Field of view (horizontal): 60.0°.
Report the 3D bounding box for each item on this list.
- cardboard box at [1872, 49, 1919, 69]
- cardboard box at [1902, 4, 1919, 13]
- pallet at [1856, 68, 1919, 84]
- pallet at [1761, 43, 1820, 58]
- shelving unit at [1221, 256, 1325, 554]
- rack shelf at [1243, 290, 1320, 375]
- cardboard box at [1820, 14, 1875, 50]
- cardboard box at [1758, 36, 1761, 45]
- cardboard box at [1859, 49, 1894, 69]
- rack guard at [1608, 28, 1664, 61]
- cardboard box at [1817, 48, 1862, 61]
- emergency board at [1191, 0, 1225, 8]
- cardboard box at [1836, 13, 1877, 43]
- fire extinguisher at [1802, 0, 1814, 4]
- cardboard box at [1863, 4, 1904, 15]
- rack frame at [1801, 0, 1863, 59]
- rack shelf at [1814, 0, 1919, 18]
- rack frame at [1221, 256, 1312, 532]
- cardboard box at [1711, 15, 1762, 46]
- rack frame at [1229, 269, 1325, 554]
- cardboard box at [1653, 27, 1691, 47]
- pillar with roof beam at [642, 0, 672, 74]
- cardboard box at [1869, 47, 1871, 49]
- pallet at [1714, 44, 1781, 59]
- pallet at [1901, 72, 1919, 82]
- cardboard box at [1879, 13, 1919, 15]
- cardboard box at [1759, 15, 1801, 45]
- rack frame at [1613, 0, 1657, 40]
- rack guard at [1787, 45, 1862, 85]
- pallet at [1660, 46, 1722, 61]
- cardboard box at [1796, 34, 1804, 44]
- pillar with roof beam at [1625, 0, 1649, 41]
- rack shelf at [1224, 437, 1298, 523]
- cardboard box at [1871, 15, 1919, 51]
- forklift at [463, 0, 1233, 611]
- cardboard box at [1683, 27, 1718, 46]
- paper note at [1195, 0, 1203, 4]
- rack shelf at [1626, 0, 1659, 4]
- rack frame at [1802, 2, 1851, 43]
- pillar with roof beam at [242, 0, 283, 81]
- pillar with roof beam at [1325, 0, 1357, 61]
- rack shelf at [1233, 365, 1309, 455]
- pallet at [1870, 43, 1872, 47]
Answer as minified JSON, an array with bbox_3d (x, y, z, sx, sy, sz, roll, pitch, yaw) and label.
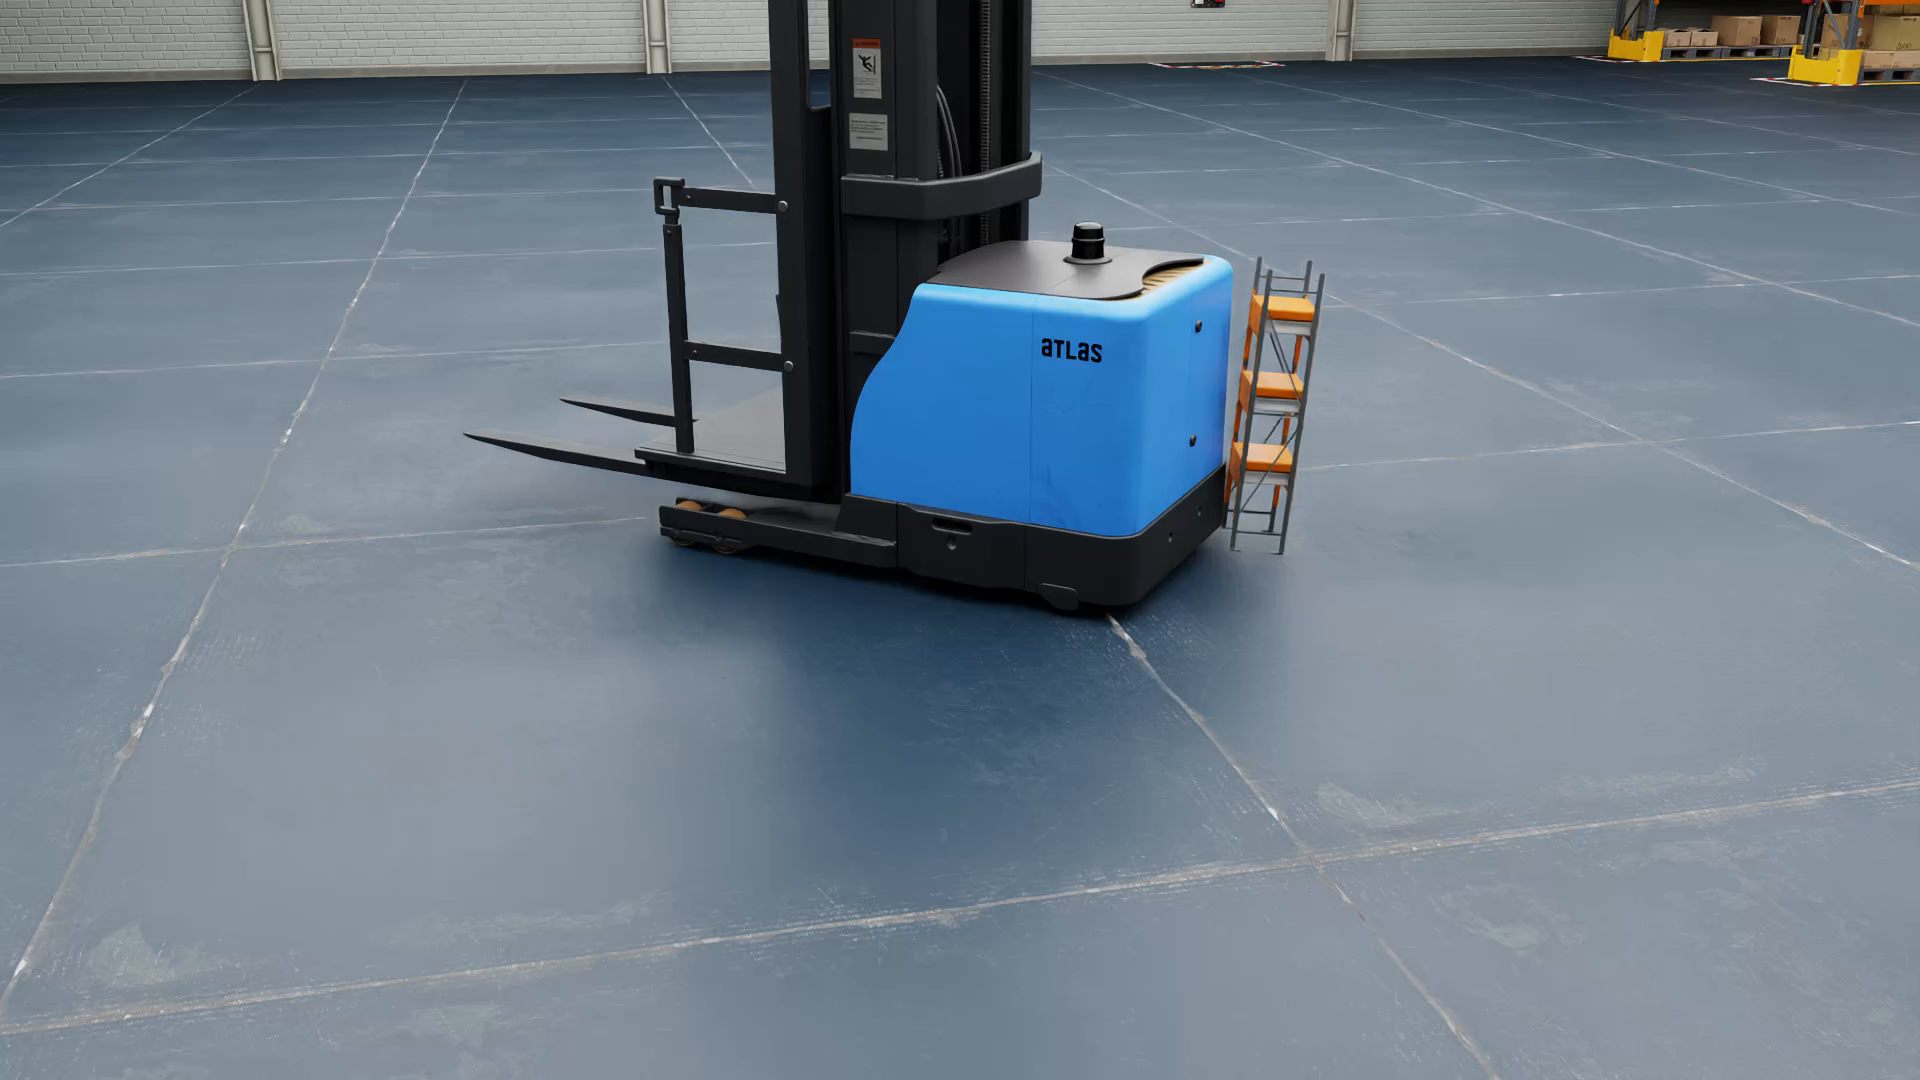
[{"bbox_3d":[14.322,-7.376,25.475,0.500,0.250,0.500,-5,21,-12],"label":"cardboard box"},{"bbox_3d":[17.658,-9.962,31.055,0.500,0.250,0.500,-5,21,-14],"label":"cardboard box"},{"bbox_3d":[13.998,-7.226,25.734,1.213,0.211,1.003,-5,21,-12],"label":"pallet"},{"bbox_3d":[15.367,-9.061,30.743,1.213,0.211,1.003,-5,21,-12],"label":"pallet"},{"bbox_3d":[1.139,-0.488,6.100,0.215,1.050,0.252,4,20,0],"label":"shelving unit"},{"bbox_3d":[1.159,-0.744,6.006,0.215,0.259,0.240,4,20,0],"label":"rack shelf"},{"bbox_3d":[13.717,-7.861,25.710,0.500,0.500,0.500,-5,21,-12],"label":"cardboard box"},{"bbox_3d":[14.451,-9.183,30.528,0.250,0.149,0.380,-6,21,-17],"label":"cardboard box"},{"bbox_3d":[13.836,-7.335,25.364,0.500,0.250,0.500,-5,21,-12],"label":"cardboard box"},{"bbox_3d":[12.194,-8.951,30.023,0.348,0.500,1.175,-5,21,-12],"label":"rack guard"},{"bbox_3d":[13.717,-7.508,25.837,0.500,0.250,0.500,-5,21,-12],"label":"cardboard box"},{"bbox_3d":[4.349,-9.806,28.723,0.643,1.169,0.194,-5,21,-12],"label":"emergency board"},{"bbox_3d":[16.725,-9.532,30.969,0.500,0.500,0.700,-4,20,-11],"label":"cardboard box"},{"bbox_3d":[13.041,-8.571,25.463,0.183,0.674,0.296,-5,21,-12],"label":"fire extinguisher"},{"bbox_3d":[17.153,-9.920,30.939,0.500,0.250,0.500,-5,21,-14],"label":"cardboard box"},{"bbox_3d":[13.263,-8.461,25.051,0.127,3.000,1.000,-5,21,-12],"label":"rack frame"},{"bbox_3d":[15.210,-8.281,25.607,4.000,0.370,1.077,-5,21,-12],"label":"rack shelf"},{"bbox_3d":[1.141,-0.530,6.215,0.200,1.050,0.008,4,20,0],"label":"rack frame"},{"bbox_3d":[14.094,-9.263,30.234,0.500,0.500,0.700,-6,21,-16],"label":"cardboard box"},{"bbox_3d":[1.137,-0.446,5.986,0.200,1.050,0.008,4,20,0],"label":"rack frame"},{"bbox_3d":[12.814,-9.087,30.031,0.500,0.311,0.500,-7,21,-19],"label":"cardboard box"},{"bbox_3d":[-3.924,-10.415,21.663,0.400,9.000,9.100,-5,21,-12],"label":"pillar with roof beam"},{"bbox_3d":[14.201,-7.552,25.956,0.500,0.250,0.500,-5,21,-12],"label":"cardboard box"},{"bbox_3d":[14.177,-8.963,30.476,1.213,0.211,1.003,-5,21,-12],"label":"pallet"},{"bbox_3d":[15.183,-7.321,25.994,1.213,0.211,1.003,-5,21,-12],"label":"pallet"},{"bbox_3d":[14.686,-7.945,25.940,0.500,0.500,0.500,-5,21,-12],"label":"cardboard box"},{"bbox_3d":[15.012,-9.373,30.534,0.500,0.500,0.500,-6,21,-17],"label":"cardboard box"},{"bbox_3d":[12.120,-10.119,29.577,0.127,3.000,1.000,-5,21,-12],"label":"rack frame"},{"bbox_3d":[13.240,-7.285,25.475,0.348,0.500,1.175,-5,21,-12],"label":"rack guard"},{"bbox_3d":[12.992,-8.868,30.216,1.213,0.211,1.003,-5,21,-12],"label":"pallet"},{"bbox_3d":[15.499,-9.259,30.709,0.250,0.166,0.380,-7,21,-20],"label":"cardboard box"},{"bbox_3d":[13.593,-11.840,25.553,0.400,9.000,9.100,-5,21,-12],"label":"pillar with roof beam"},{"bbox_3d":[1.118,-0.218,6.200,0.215,0.259,0.240,4,20,0],"label":"rack shelf"},{"bbox_3d":[14.322,-7.727,25.345,0.500,0.500,0.500,-5,21,-12],"label":"cardboard box"},{"bbox_3d":[-0.555,-1.474,6.077,3.031,2.935,1.130,10,22,25],"label":"forklift"},{"bbox_3d":[13.369,-9.132,30.154,0.500,0.311,0.500,-3,20,-8],"label":"cardboard box"},{"bbox_3d":[4.161,-9.401,28.899,0.142,0.148,0.016,-5,21,-12],"label":"paper note"},{"bbox_3d":[14.066,-9.939,30.132,4.000,0.370,1.077,-5,21,-12],"label":"rack shelf"},{"bbox_3d":[16.012,-10.435,30.441,0.127,3.000,1.000,-5,21,-12],"label":"rack frame"},{"bbox_3d":[-9.763,-9.940,20.367,0.400,9.000,9.100,-5,21,-12],"label":"pillar with roof beam"},{"bbox_3d":[7.754,-11.365,24.256,0.400,9.000,9.100,-5,21,-12],"label":"pillar with roof beam"},{"bbox_3d":[1.138,-0.478,6.104,0.215,0.259,0.240,4,20,0],"label":"rack shelf"},{"bbox_3d":[16.770,-9.188,31.090,1.213,0.211,1.003,-5,21,-12],"label":"pallet"}]
